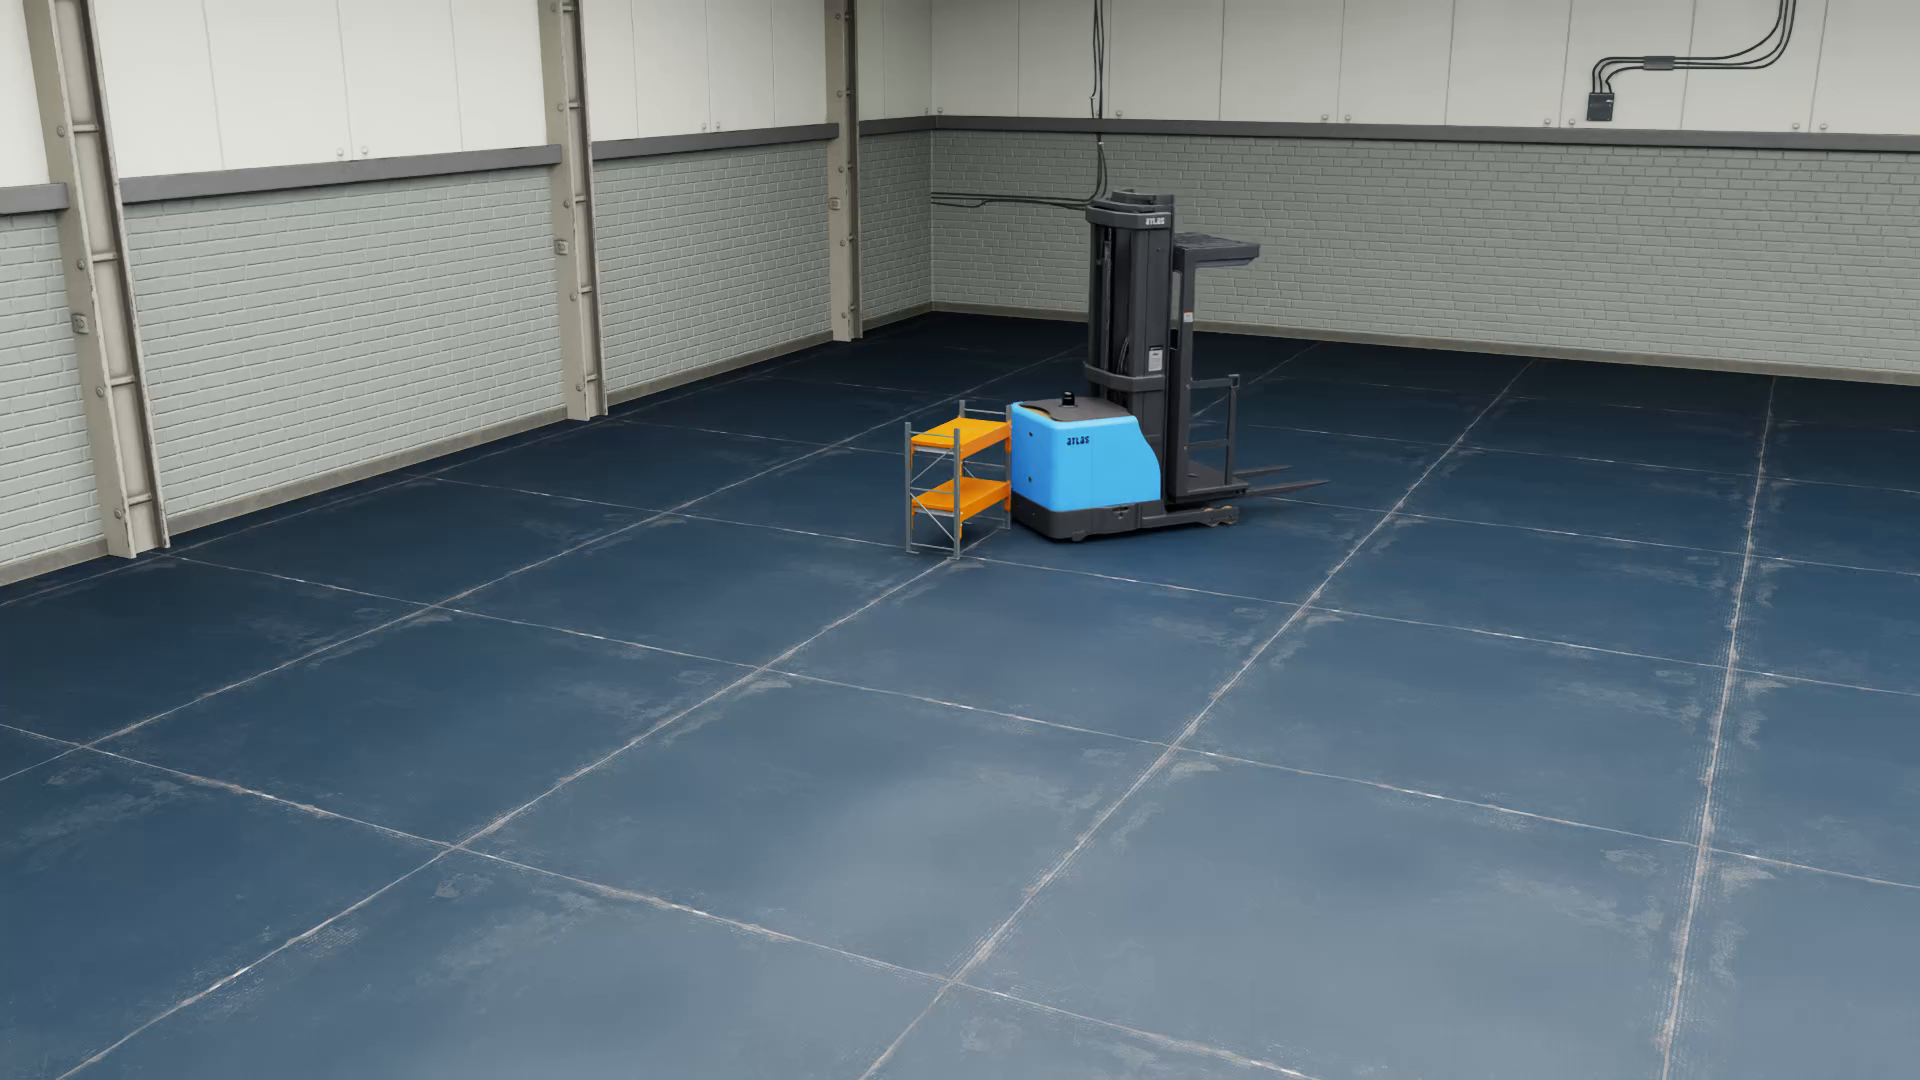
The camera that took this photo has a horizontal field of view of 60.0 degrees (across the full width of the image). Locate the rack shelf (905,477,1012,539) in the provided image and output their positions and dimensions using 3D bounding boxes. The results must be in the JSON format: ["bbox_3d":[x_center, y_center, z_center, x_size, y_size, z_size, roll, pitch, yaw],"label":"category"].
[{"bbox_3d":[-0.003,-0.303,14.428,0.538,0.278,1.000,8,18,25],"label":"rack shelf"}]

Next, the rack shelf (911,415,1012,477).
[{"bbox_3d":[-0.003,-0.818,14.275,0.538,0.278,1.000,8,18,25],"label":"rack shelf"}]

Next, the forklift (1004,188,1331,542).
[{"bbox_3d":[1.965,-1.652,14.937,3.031,2.935,1.130,-7,18,-23],"label":"forklift"}]

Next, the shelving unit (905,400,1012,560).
[{"bbox_3d":[-0.003,-0.537,14.358,0.538,1.125,1.048,8,18,25],"label":"shelving unit"}]

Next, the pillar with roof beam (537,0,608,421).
[{"bbox_3d":[-0.496,-5.208,16.253,9.100,9.000,0.400,8,18,25],"label":"pillar with roof beam"}]

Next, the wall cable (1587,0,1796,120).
[{"bbox_3d":[9.319,-8.284,20.638,2.305,6.003,0.169,8,18,25],"label":"wall cable"}]

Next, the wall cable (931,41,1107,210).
[{"bbox_3d":[0.833,-6.377,25.645,3.097,2.526,0.112,8,18,25],"label":"wall cable"}]

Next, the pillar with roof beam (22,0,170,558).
[{"bbox_3d":[-3.177,-3.679,11.108,9.100,9.000,0.400,8,18,25],"label":"pillar with roof beam"}]

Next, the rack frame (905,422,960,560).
[{"bbox_3d":[-0.230,-0.408,13.922,0.500,1.125,0.032,8,18,25],"label":"rack frame"}]

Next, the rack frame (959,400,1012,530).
[{"bbox_3d":[0.224,-0.667,14.794,0.500,1.125,0.032,8,18,25],"label":"rack frame"}]

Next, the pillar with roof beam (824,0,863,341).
[{"bbox_3d":[2.185,-6.736,21.399,9.100,9.000,0.400,8,18,25],"label":"pillar with roof beam"}]

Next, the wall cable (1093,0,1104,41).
[{"bbox_3d":[3.254,-8.454,23.767,3.097,2.526,0.112,8,18,25],"label":"wall cable"}]
